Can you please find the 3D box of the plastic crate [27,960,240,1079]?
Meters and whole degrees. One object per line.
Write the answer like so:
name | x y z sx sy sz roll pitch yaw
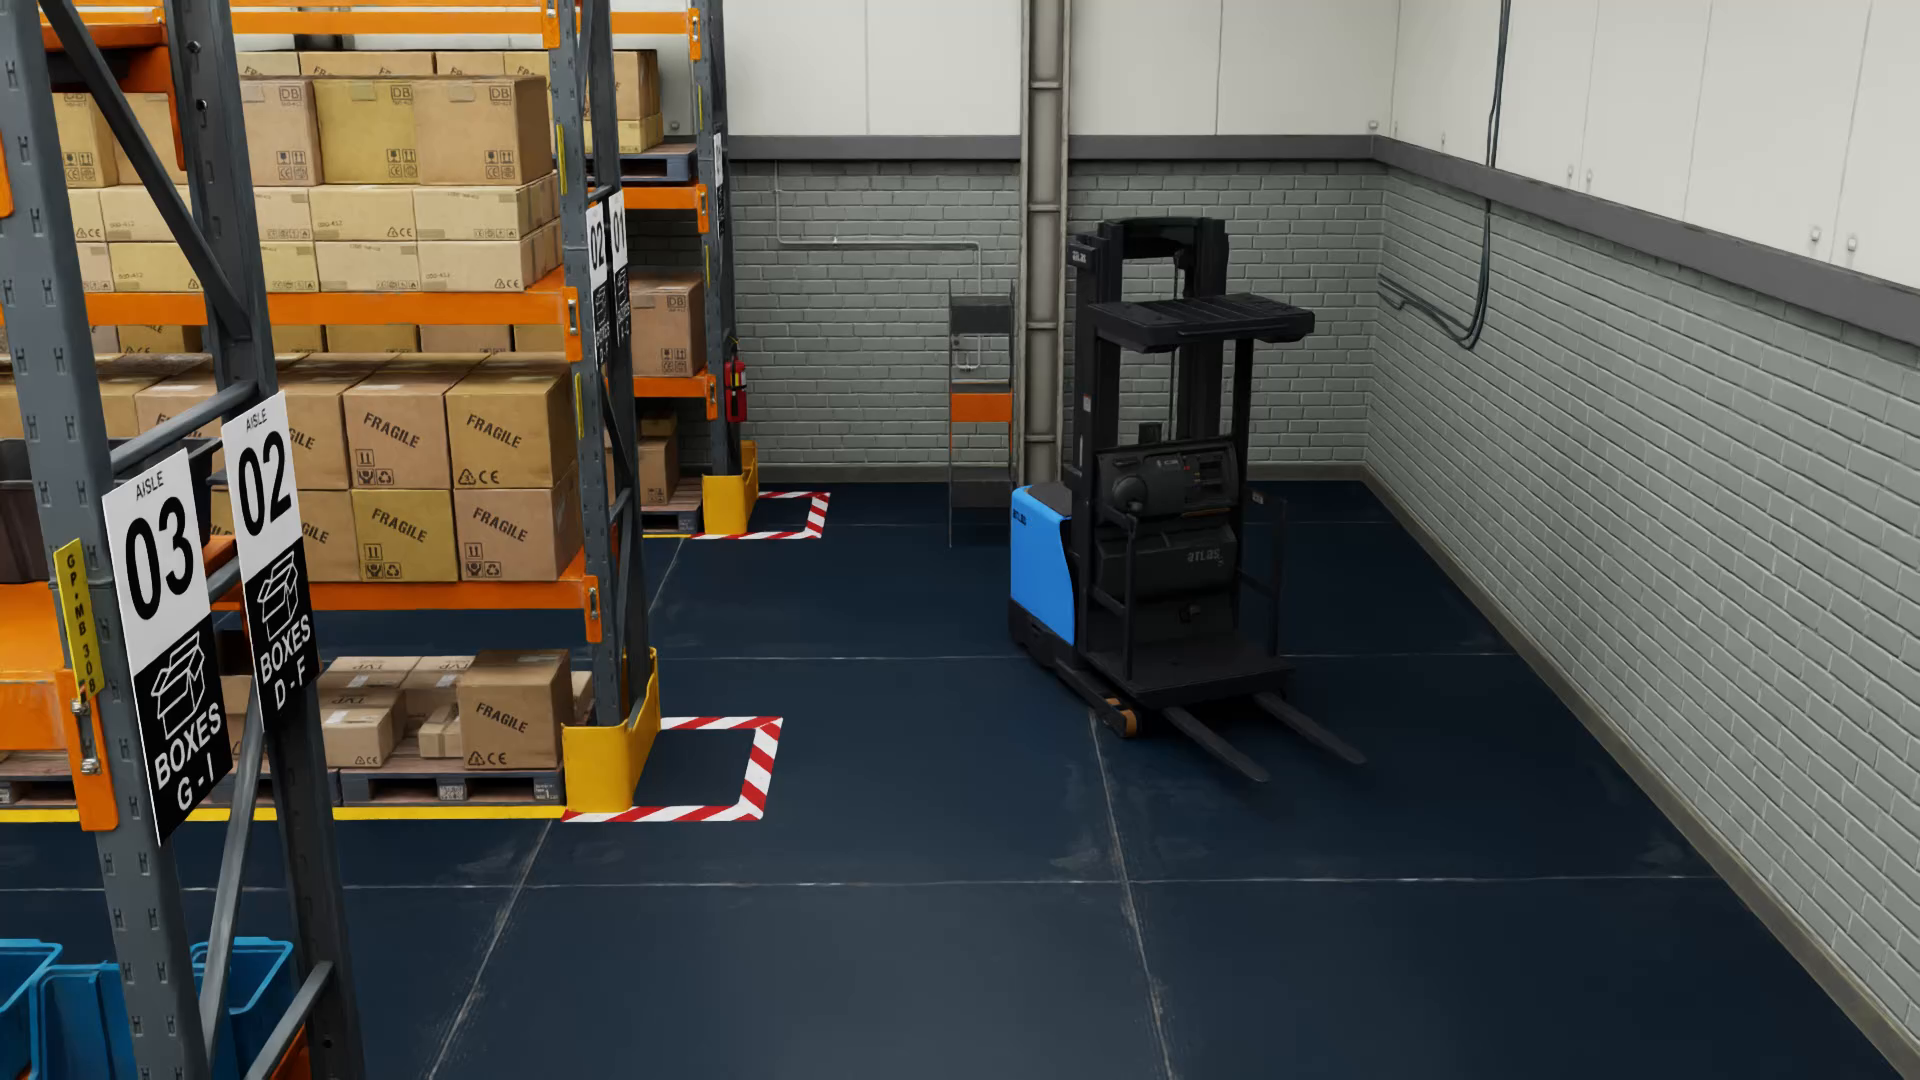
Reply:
plastic crate | -2.146 1.390 4.149 0.499 0.435 0.616 0 18 -1

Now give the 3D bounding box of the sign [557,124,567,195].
sign | -1.900 -1.817 7.940 0.005 0.325 0.100 0 18 -1

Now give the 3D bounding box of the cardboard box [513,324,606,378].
cardboard box | -3.208 -1.780 13.694 0.700 0.700 0.980 0 18 -1

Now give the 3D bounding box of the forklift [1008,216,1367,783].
forklift | 1.346 -0.366 9.889 1.130 2.935 3.031 -7 19 -21

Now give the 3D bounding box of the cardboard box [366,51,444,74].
cardboard box | -4.245 -3.518 12.859 0.500 0.500 0.500 0 18 -1

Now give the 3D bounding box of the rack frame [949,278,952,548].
rack frame | -0.078 -0.999 13.226 0.015 2.100 0.400 0 18 -1

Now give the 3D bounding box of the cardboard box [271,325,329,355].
cardboard box | -5.427 -1.770 13.665 0.700 0.700 0.980 0 18 0

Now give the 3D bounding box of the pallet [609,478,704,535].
pallet | -2.769 -0.294 14.118 1.213 0.211 1.003 0 18 -1

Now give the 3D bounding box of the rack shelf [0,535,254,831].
rack shelf | -3.814 0.300 3.968 4.000 0.370 1.077 0 18 -1

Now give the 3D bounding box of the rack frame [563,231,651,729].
rack frame | -1.889 -0.136 9.062 0.127 3.000 1.000 0 18 -1

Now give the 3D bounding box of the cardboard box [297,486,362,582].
cardboard box | -3.350 -0.094 8.767 0.500 0.500 0.500 0 18 0

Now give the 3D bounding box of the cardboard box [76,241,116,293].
cardboard box | -4.398 -1.404 8.348 0.500 0.250 0.500 0 18 -1

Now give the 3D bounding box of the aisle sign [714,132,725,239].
aisle sign | -1.894 -2.796 13.097 0.004 0.787 0.394 0 18 -1

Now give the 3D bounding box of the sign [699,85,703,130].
sign | -1.976 -3.296 12.680 0.005 0.325 0.100 0 18 -1

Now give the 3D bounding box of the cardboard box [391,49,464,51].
cardboard box | -4.236 -3.678 13.359 0.500 0.500 0.500 -1 18 -3

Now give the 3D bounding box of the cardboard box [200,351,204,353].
cardboard box | -6.304 -1.432 13.479 0.250 0.149 0.380 0 18 0

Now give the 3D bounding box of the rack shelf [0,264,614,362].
rack shelf | -3.888 -1.212 8.684 4.000 0.370 1.077 0 18 -1

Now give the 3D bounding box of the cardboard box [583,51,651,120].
cardboard box | -2.698 -3.524 12.878 0.500 0.500 0.500 0 18 -1

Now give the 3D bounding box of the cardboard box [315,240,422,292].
cardboard box | -2.898 -1.411 8.371 0.500 0.250 0.500 0 18 -1

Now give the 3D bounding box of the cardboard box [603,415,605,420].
cardboard box | -3.054 -0.993 14.075 0.250 0.149 0.380 0 18 -1

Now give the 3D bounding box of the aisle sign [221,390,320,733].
aisle sign | -1.747 0.048 4.233 0.004 0.787 0.394 0 18 -1

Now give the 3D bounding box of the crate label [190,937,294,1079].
crate label | -2.066 1.328 4.672 0.303 0.233 0.416 0 18 -1

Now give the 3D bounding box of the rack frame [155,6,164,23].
rack frame | -5.970 -4.487 12.802 0.127 3.000 1.000 0 18 -1

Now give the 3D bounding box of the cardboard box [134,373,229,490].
cardboard box | -3.866 -0.565 8.597 0.500 0.500 0.500 0 18 1

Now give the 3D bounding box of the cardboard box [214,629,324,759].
cardboard box | -4.010 0.851 9.349 0.637 0.503 0.797 0 18 -1

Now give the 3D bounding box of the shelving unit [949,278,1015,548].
shelving unit | 0.166 -1.001 13.229 0.503 2.100 0.431 0 18 -1

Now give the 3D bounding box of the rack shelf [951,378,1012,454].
rack shelf | 0.166 -0.988 13.233 0.480 0.518 0.431 0 18 -1

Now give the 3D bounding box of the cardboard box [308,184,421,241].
cardboard box | -2.898 -1.648 8.292 0.500 0.250 0.500 0 18 -1

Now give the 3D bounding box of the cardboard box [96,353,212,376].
cardboard box | -4.371 -0.728 9.106 0.500 0.500 0.500 0 18 0

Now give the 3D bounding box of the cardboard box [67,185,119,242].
cardboard box | -4.398 -1.640 8.267 0.500 0.250 0.500 0 18 -1

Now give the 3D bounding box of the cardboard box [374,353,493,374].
cardboard box | -2.859 -0.734 9.123 0.500 0.500 0.500 0 18 0

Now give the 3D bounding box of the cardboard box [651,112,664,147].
cardboard box | -2.704 -3.325 13.486 0.500 0.250 0.500 1 18 2

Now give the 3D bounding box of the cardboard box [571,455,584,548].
cardboard box | -2.336 -0.262 9.291 0.500 0.500 0.500 0 18 0

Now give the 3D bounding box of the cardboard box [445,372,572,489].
cardboard box | -2.329 -0.574 8.626 0.500 0.500 0.500 0 18 -1

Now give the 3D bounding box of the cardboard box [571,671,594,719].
cardboard box | -2.313 0.909 9.751 0.250 0.149 0.380 0 18 -1

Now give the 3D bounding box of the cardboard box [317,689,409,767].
cardboard box | -3.379 1.037 9.186 0.500 0.250 0.500 0 18 -1

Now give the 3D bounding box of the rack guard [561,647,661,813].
rack guard | -1.965 1.054 9.443 0.348 0.500 1.175 0 18 -1

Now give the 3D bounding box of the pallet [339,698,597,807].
pallet | -2.762 1.196 9.474 1.213 0.211 1.003 0 18 -1

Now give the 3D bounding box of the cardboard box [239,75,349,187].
cardboard box | -3.402 -2.069 8.376 0.500 0.500 0.700 0 18 -1

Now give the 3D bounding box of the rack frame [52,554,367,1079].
rack frame | -1.814 1.376 4.346 0.127 3.000 1.000 0 18 -1

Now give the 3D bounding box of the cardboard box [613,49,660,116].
cardboard box | -2.704 -3.681 13.368 0.500 0.500 0.500 -1 18 -3

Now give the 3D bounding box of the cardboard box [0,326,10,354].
cardboard box | -7.440 -1.744 13.391 0.500 0.500 0.500 0 18 -1

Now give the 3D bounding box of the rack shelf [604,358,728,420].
rack shelf | -3.970 -1.297 13.858 4.000 0.370 1.077 0 18 -1
